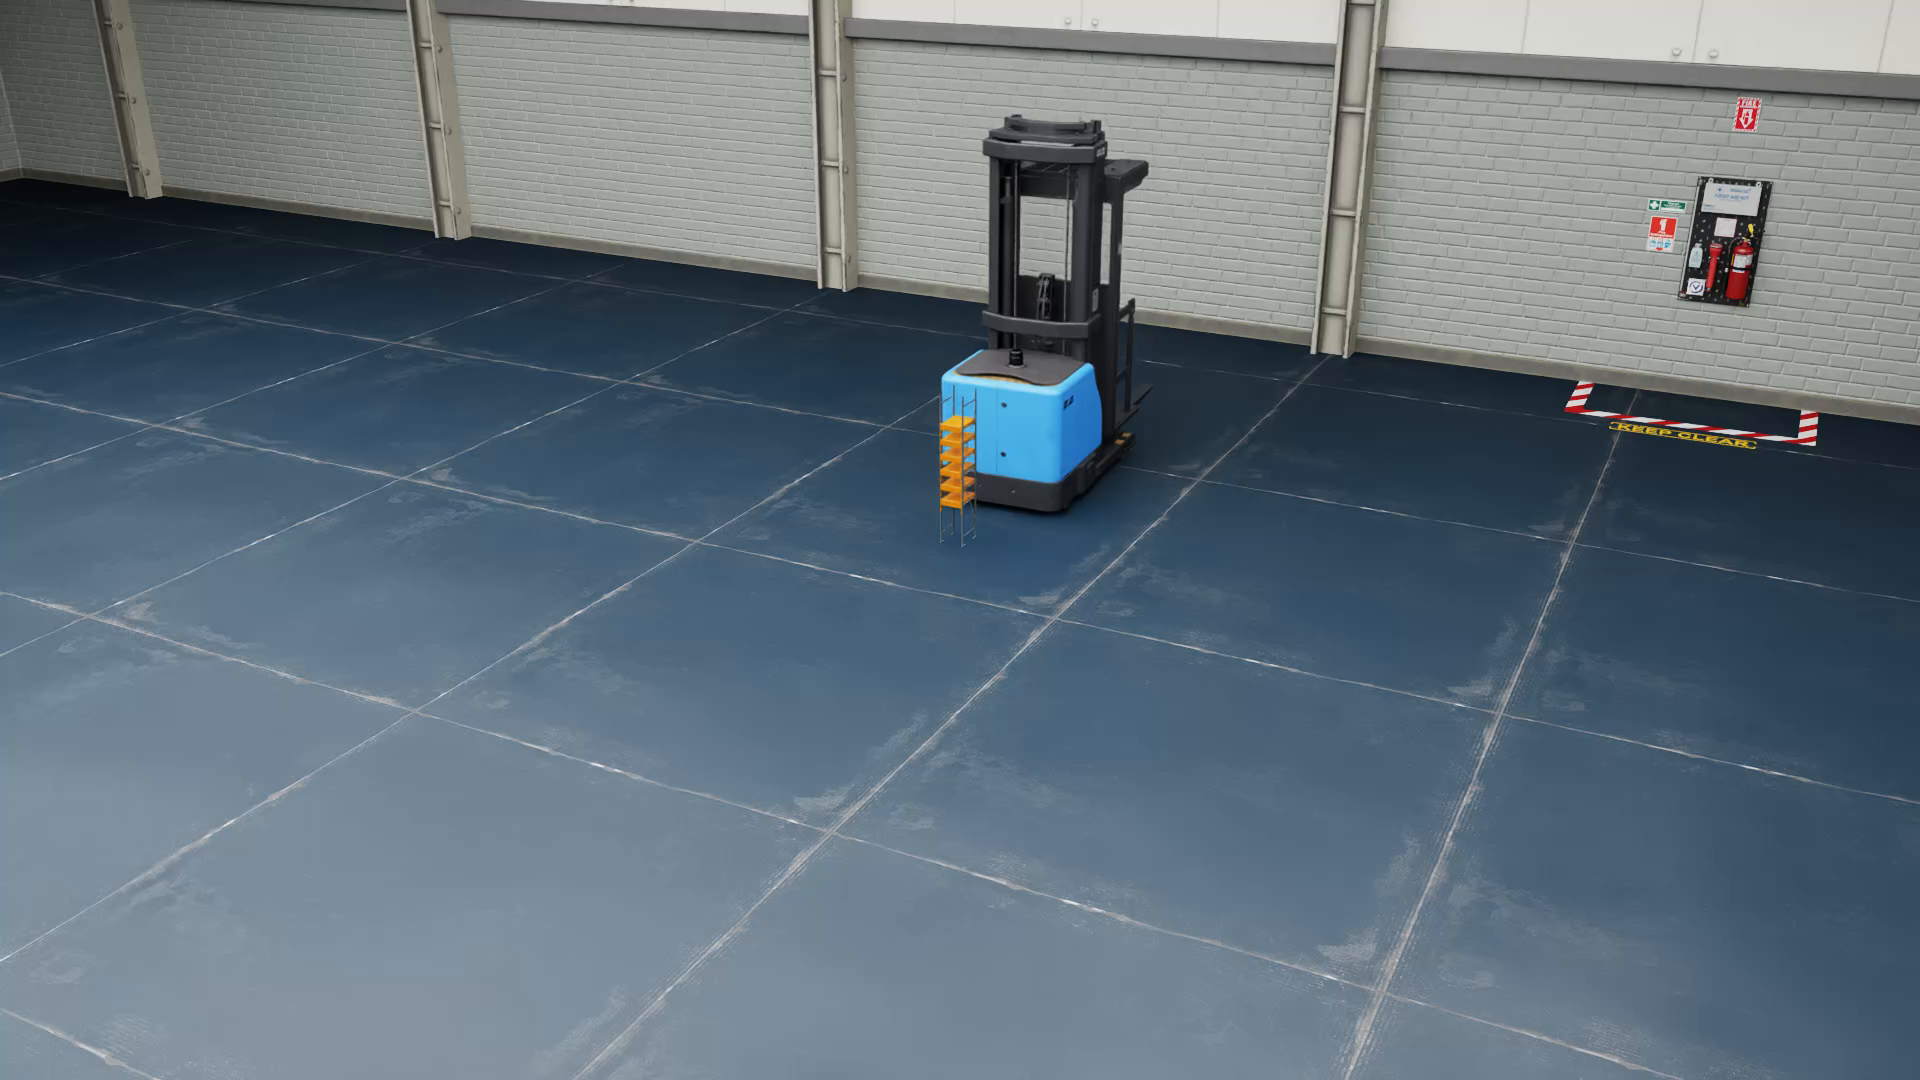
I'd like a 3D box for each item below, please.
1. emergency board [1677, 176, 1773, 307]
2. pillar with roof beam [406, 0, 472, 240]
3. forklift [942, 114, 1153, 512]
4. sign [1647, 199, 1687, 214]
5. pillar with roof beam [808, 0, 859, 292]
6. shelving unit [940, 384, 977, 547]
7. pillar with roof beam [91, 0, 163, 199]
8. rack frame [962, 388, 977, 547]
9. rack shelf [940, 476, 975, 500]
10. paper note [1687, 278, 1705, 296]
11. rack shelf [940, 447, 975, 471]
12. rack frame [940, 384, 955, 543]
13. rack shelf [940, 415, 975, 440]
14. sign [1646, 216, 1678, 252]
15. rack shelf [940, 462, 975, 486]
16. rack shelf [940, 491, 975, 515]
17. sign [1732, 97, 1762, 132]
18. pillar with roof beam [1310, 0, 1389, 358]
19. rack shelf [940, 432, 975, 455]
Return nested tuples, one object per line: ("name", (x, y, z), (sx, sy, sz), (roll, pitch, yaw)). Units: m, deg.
("emergency board", (7.068, -2.737, 15.378), (0.643, 1.169, 0.194), (11, 25, 25))
("pillar with roof beam", (-8.750, -6.723, 17.085), (0.400, 9.000, 9.100), (11, 25, 25))
("forklift", (0.896, -2.116, 14.007), (1.130, 2.935, 3.031), (10, 25, 22))
("sign", (6.621, -3.127, 15.573), (0.331, 0.109, 0.001), (11, 25, 25))
("pillar with roof beam", (-3.396, -5.663, 14.594), (0.400, 9.000, 9.100), (11, 25, 25))
("shelving unit", (-0.013, -0.555, 12.547), (0.189, 1.200, 0.258), (11, 25, 25))
("pillar with roof beam", (-14.105, -7.782, 19.576), (0.400, 9.000, 9.100), (11, 25, 25))
("rack frame", (0.069, -0.539, 12.509), (0.006, 1.200, 0.240), (11, 25, 25))
("rack shelf", (-0.013, -0.403, 12.612), (0.180, 0.103, 0.258), (11, 25, 25))
("paper note", (6.941, -2.387, 15.681), (0.142, 0.148, 0.016), (11, 25, 25))
("rack shelf", (-0.013, -0.624, 12.518), (0.180, 0.103, 0.258), (11, 25, 25))
("rack frame", (-0.095, -0.571, 12.585), (0.006, 1.200, 0.240), (11, 25, 25))
("rack shelf", (-0.013, -0.845, 12.424), (0.180, 0.103, 0.258), (11, 25, 25))
("sign", (6.621, -2.887, 15.686), (0.234, 0.329, 0.001), (11, 25, 25))
("rack shelf", (-0.013, -0.514, 12.565), (0.180, 0.103, 0.258), (11, 25, 25))
("rack shelf", (-0.013, -0.293, 12.659), (0.180, 0.103, 0.258), (11, 25, 25))
("sign", (7.105, -3.840, 15.010), (0.199, 0.298, 0.001), (11, 25, 25))
("pillar with roof beam", (1.959, -4.604, 12.103), (0.400, 9.000, 9.100), (11, 25, 25))
("rack shelf", (-0.013, -0.735, 12.471), (0.180, 0.103, 0.258), (11, 25, 25))
